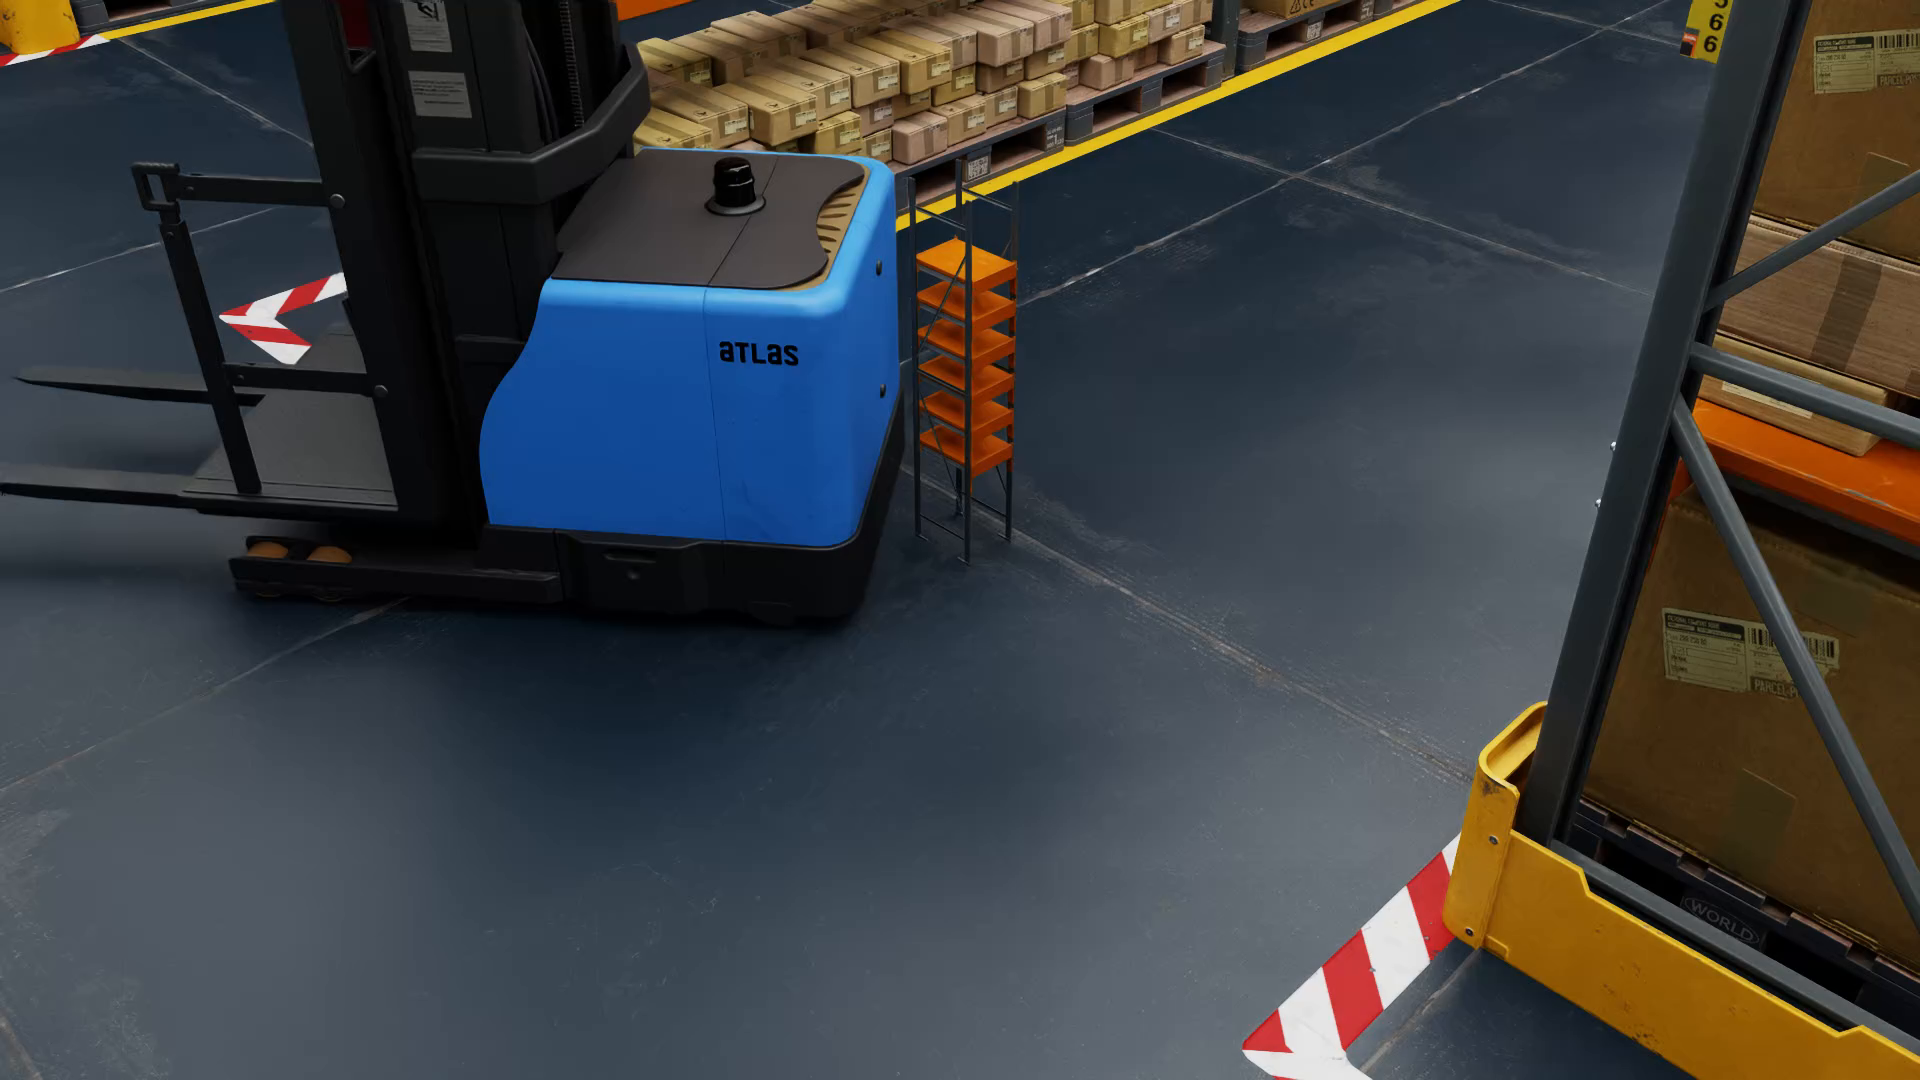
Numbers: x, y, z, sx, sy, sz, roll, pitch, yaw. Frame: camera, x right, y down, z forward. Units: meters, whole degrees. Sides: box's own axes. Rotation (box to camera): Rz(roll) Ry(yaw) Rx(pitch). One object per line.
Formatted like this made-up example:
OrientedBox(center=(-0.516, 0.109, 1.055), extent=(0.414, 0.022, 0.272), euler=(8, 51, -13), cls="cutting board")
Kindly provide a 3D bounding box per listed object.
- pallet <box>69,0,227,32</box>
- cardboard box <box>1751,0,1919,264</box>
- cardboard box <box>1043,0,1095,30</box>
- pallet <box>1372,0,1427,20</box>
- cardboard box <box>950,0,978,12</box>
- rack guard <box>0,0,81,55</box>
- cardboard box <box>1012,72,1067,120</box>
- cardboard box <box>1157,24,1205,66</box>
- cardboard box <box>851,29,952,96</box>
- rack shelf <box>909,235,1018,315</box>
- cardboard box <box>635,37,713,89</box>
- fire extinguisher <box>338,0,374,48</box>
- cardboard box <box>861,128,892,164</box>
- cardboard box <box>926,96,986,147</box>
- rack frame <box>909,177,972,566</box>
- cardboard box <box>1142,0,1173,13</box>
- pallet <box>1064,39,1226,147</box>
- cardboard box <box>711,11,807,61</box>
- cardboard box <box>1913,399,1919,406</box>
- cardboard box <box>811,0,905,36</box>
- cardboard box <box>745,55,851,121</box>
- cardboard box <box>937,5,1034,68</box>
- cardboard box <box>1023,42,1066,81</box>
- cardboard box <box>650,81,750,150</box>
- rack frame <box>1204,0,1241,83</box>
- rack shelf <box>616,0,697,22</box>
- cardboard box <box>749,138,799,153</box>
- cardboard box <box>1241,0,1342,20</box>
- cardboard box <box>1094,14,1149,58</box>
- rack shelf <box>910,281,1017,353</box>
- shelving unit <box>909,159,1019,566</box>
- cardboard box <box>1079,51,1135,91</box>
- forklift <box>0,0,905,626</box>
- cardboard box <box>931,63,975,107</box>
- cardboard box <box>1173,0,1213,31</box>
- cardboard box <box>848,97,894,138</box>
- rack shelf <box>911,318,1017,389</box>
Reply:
OrientedBox(center=(-4.853, -3.375, 9.905), extent=(1.003, 0.211, 1.213), euler=(30, 45, 35), cls="pallet")
OrientedBox(center=(1.828, -0.840, 3.048), extent=(0.500, 0.500, 0.500), euler=(-29, 44, -35), cls="cardboard box")
OrientedBox(center=(0.415, -2.532, 7.864), extent=(0.250, 0.149, 0.380), euler=(-28, 44, -34), cls="cardboard box")
OrientedBox(center=(2.448, -3.503, 10.088), extent=(1.003, 0.211, 1.213), euler=(30, 45, 35), cls="pallet")
OrientedBox(center=(-0.133, -2.627, 7.999), extent=(0.250, 0.149, 0.380), euler=(-29, 44, -35), cls="cardboard box")
OrientedBox(center=(-5.378, -3.127, 9.297), extent=(1.175, 0.500, 0.348), euler=(30, 45, 35), cls="rack guard")
OrientedBox(center=(0.278, -2.118, 7.790), extent=(0.380, 0.149, 0.250), euler=(29, 44, 35), cls="cardboard box")
OrientedBox(center=(1.007, -2.539, 8.393), extent=(0.250, 0.149, 0.380), euler=(-29, 44, -35), cls="cardboard box")
OrientedBox(center=(-0.254, -2.073, 7.206), extent=(0.250, 0.149, 0.380), euler=(-29, 44, -35), cls="cardboard box")
OrientedBox(center=(0.010, -0.757, 4.735), extent=(0.258, 0.103, 0.180), euler=(30, 45, 35), cls="rack shelf")
OrientedBox(center=(-1.274, -2.008, 7.112), extent=(0.380, 0.149, 0.250), euler=(29, 44, 34), cls="cardboard box")
OrientedBox(center=(-2.282, -2.108, 6.043), extent=(0.296, 0.674, 0.183), euler=(30, 45, 35), cls="fire extinguisher")
OrientedBox(center=(-0.514, -1.739, 7.247), extent=(0.380, 0.149, 0.250), euler=(30, 45, 35), cls="cardboard box")
OrientedBox(center=(-0.100, -1.928, 7.518), extent=(0.380, 0.149, 0.250), euler=(30, 45, 35), cls="cardboard box")
OrientedBox(center=(-0.054, -0.461, 4.862), extent=(0.240, 1.200, 0.006), euler=(30, 45, 35), cls="rack frame")
OrientedBox(center=(0.823, -2.710, 8.119), extent=(0.250, 0.149, 0.380), euler=(-29, 44, -35), cls="cardboard box")
OrientedBox(center=(0.593, -2.402, 8.509), extent=(1.003, 0.211, 1.213), euler=(30, 45, 35), cls="pallet")
OrientedBox(center=(-0.897, -2.219, 7.414), extent=(0.250, 0.149, 0.380), euler=(-28, 44, -34), cls="cardboard box")
OrientedBox(center=(1.871, -0.449, 3.491), extent=(0.250, 0.149, 0.380), euler=(-29, 44, -35), cls="cardboard box")
OrientedBox(center=(-0.468, -2.399, 7.672), extent=(0.250, 0.149, 0.380), euler=(-30, 45, -35), cls="cardboard box")
OrientedBox(center=(-0.673, -1.876, 6.923), extent=(0.380, 0.149, 0.250), euler=(27, 43, 33), cls="cardboard box")
OrientedBox(center=(0.108, -2.271, 7.489), extent=(0.380, 0.149, 0.250), euler=(28, 44, 34), cls="cardboard box")
OrientedBox(center=(0.275, -2.297, 7.786), extent=(0.250, 0.149, 0.380), euler=(-29, 44, -35), cls="cardboard box")
OrientedBox(center=(-1.058, -1.692, 6.658), extent=(0.250, 0.149, 0.380), euler=(-29, 44, -35), cls="cardboard box")
OrientedBox(center=(1.041, -3.832, 8.123), extent=(1.000, 3.000, 0.127), euler=(30, 45, 35), cls="rack frame")
OrientedBox(center=(-0.368, -2.725, 7.164), extent=(1.077, 0.370, 4.000), euler=(30, 45, 35), cls="rack shelf")
OrientedBox(center=(-0.883, -1.666, 6.882), extent=(0.250, 0.149, 0.380), euler=(-29, 44, -35), cls="cardboard box")
OrientedBox(center=(1.750, -3.172, 8.995), extent=(0.500, 0.500, 0.500), euler=(-28, 44, -34), cls="cardboard box")
OrientedBox(center=(0.687, -2.470, 8.035), extent=(0.380, 0.149, 0.250), euler=(28, 44, 34), cls="cardboard box")
OrientedBox(center=(0.010, -0.658, 4.803), extent=(0.258, 0.103, 0.180), euler=(30, 45, 35), cls="rack shelf")
OrientedBox(center=(0.010, -0.498, 4.915), extent=(0.258, 1.200, 0.189), euler=(30, 45, 35), cls="shelving unit")
OrientedBox(center=(0.624, -2.334, 8.099), extent=(0.380, 0.149, 0.250), euler=(28, 44, 34), cls="cardboard box")
OrientedBox(center=(-1.738, -1.312, 4.569), extent=(3.031, 2.935, 1.130), euler=(4, 35, 6), cls="forklift")
OrientedBox(center=(-0.147, -2.105, 7.511), extent=(0.250, 0.149, 0.380), euler=(-28, 43, -34), cls="cardboard box")
OrientedBox(center=(1.045, -2.701, 8.366), extent=(0.250, 0.149, 0.380), euler=(-29, 44, -35), cls="cardboard box")
OrientedBox(center=(-0.506, -1.872, 7.178), extent=(0.380, 0.149, 0.250), euler=(27, 43, 33), cls="cardboard box")
OrientedBox(center=(0.010, -0.560, 4.872), extent=(0.258, 0.103, 0.180), euler=(30, 45, 35), cls="rack shelf")
